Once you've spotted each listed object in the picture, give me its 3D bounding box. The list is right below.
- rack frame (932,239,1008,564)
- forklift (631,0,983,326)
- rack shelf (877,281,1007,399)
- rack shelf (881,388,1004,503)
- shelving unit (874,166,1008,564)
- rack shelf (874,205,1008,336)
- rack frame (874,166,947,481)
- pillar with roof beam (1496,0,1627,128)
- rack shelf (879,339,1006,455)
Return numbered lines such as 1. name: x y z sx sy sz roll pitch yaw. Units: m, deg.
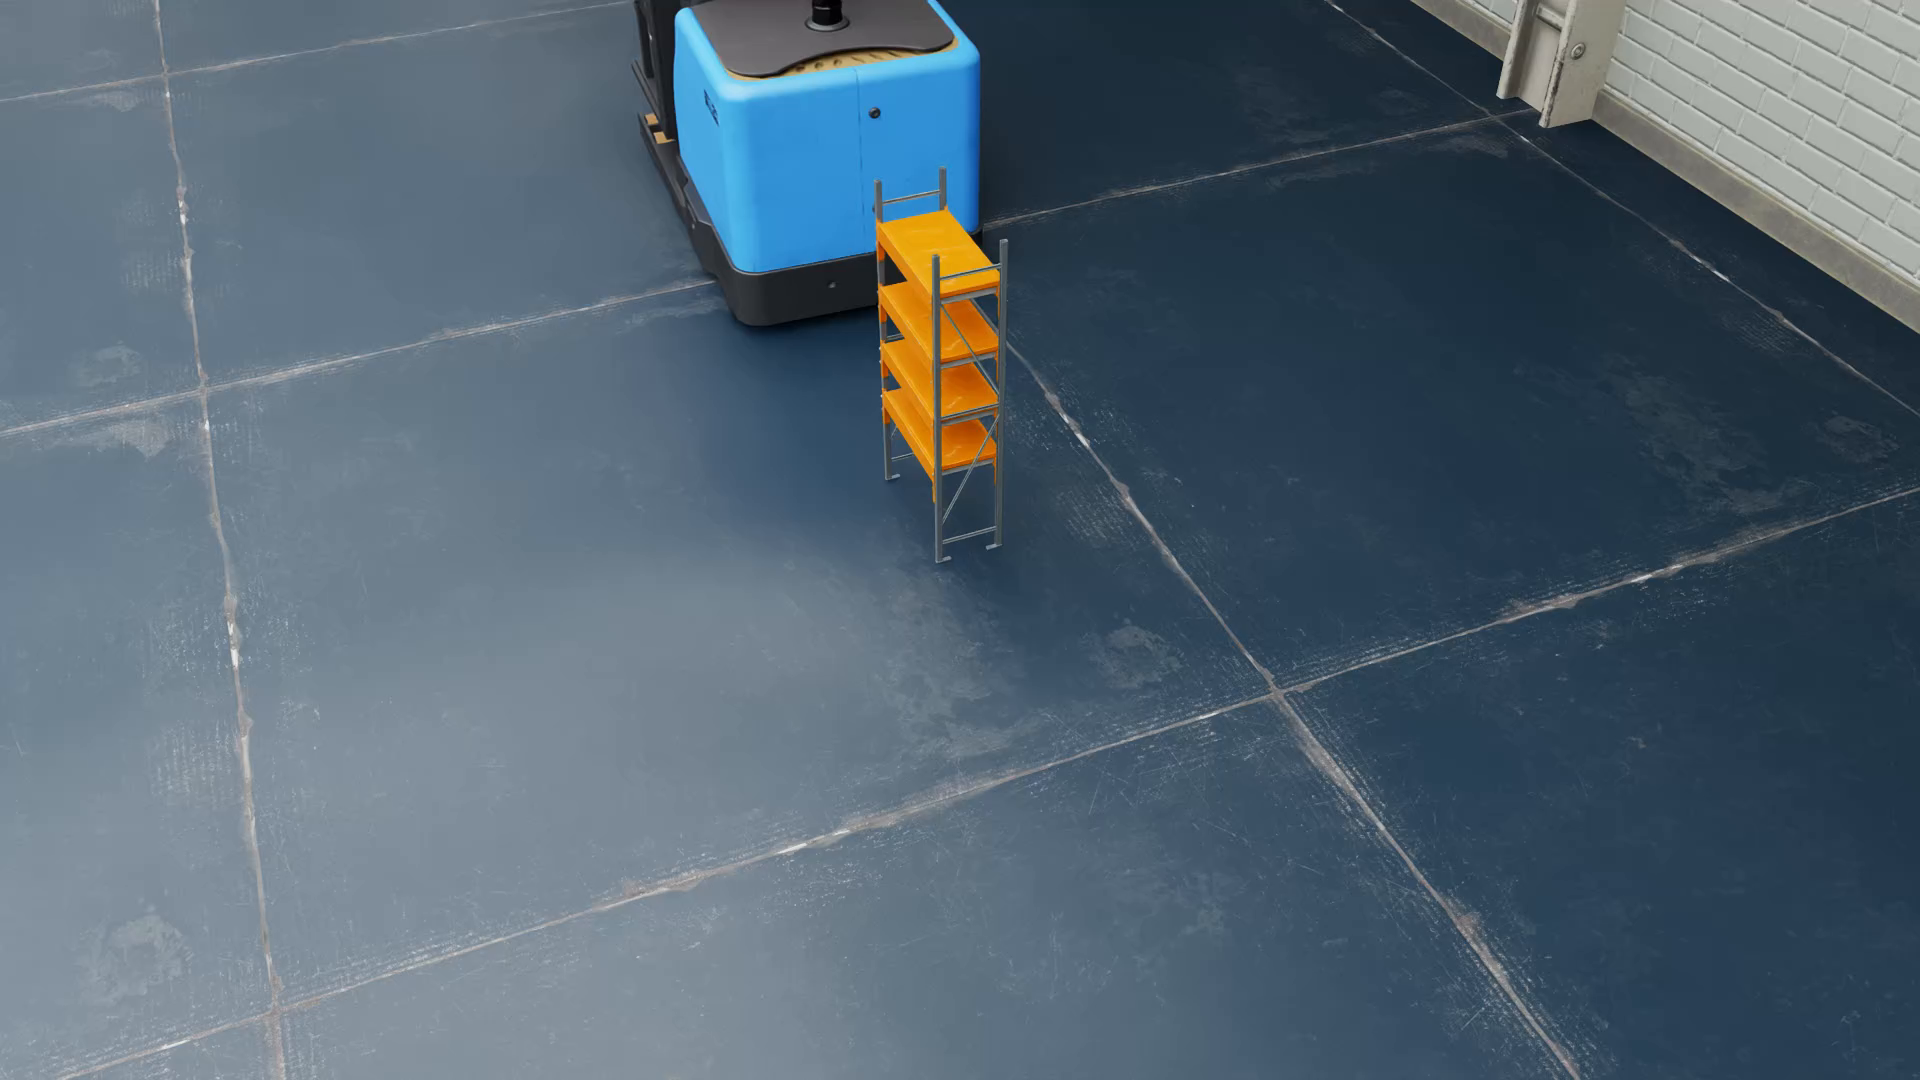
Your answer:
1. rack frame: 0.030 -0.408 5.304 0.240 1.200 0.015 -15 43 -17
2. forklift: -0.883 -2.933 6.913 1.130 2.935 3.031 -13 42 -15
3. rack shelf: -0.063 -0.673 5.373 0.258 0.148 0.480 -15 43 -17
4. rack shelf: -0.063 -0.353 5.648 0.258 0.148 0.480 -15 43 -17
5. shelving unit: -0.063 -0.555 5.475 0.258 1.200 0.503 -15 43 -17
6. rack shelf: -0.063 -0.853 5.219 0.258 0.148 0.480 -15 43 -17
7. rack frame: -0.157 -0.702 5.646 0.240 1.200 0.015 -15 43 -17
8. pillar with roof beam: -1.070 -4.494 4.075 9.100 9.000 0.400 -15 43 -17
9. rack shelf: -0.063 -0.504 5.519 0.258 0.148 0.480 -15 43 -17
